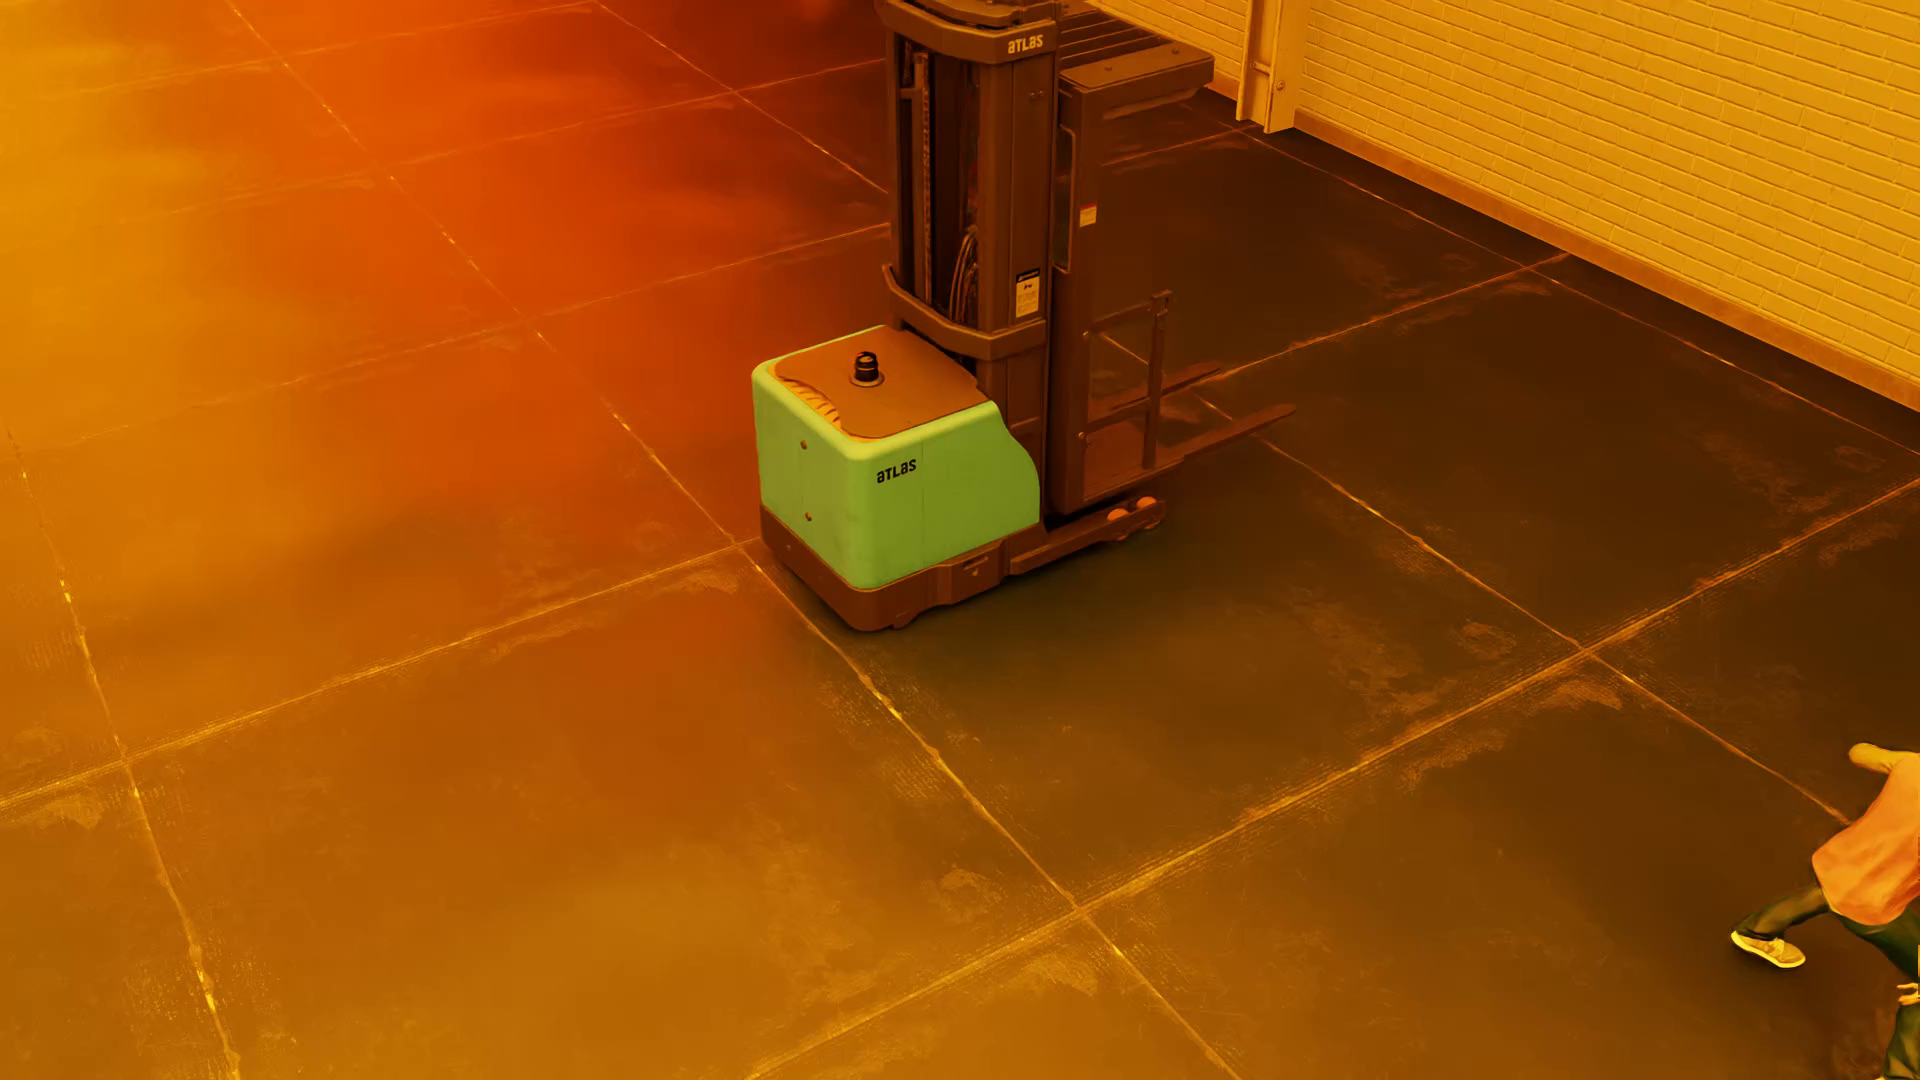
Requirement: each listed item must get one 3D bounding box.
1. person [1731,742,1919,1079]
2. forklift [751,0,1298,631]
[{"bbox_3d":[3.224,1.274,5.747,0.517,1.487,0.921,-3,35,-4],"label":"person"},{"bbox_3d":[0.474,-1.424,8.174,3.031,2.935,1.130,-22,41,-28],"label":"forklift"}]
